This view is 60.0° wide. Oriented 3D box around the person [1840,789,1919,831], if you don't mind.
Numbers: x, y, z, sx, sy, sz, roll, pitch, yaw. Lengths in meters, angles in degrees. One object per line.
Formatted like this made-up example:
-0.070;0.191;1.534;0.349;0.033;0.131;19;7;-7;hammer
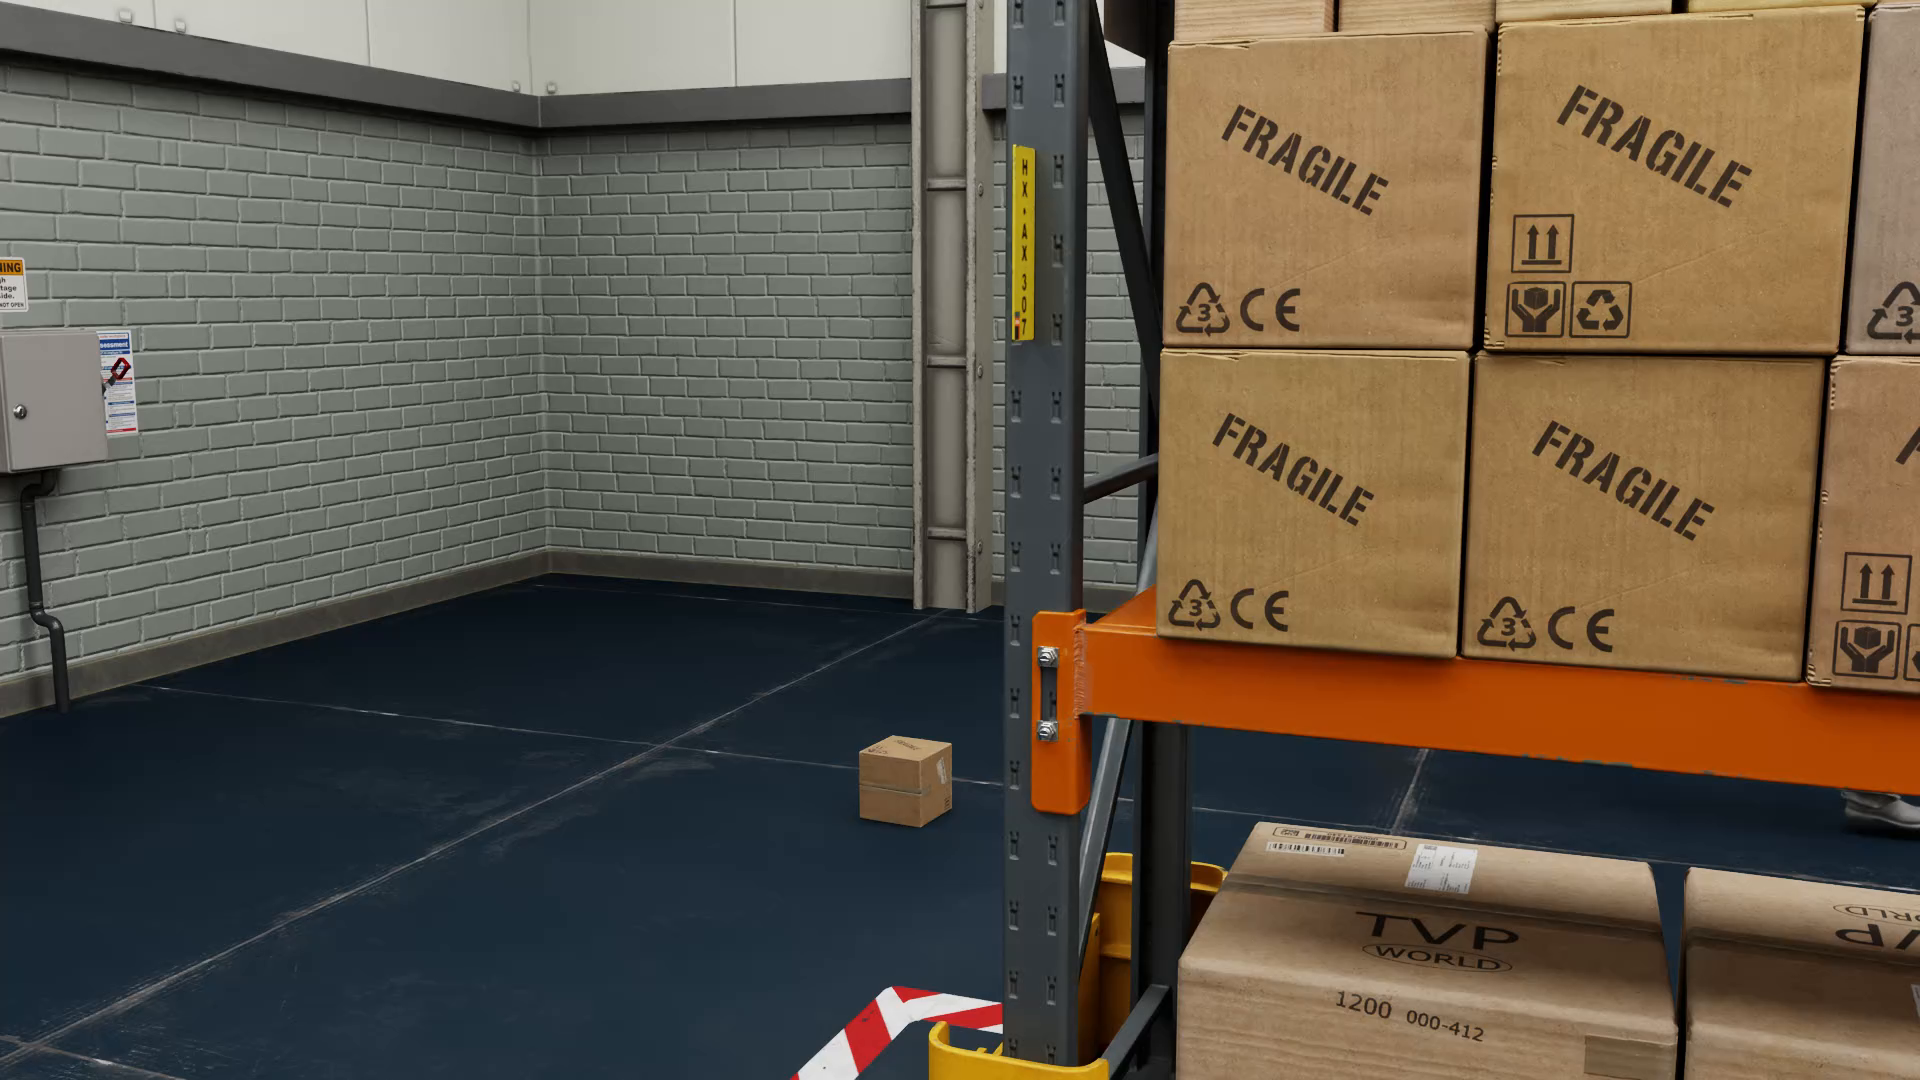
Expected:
3.582;0.149;5.690;0.945;1.725;0.540;2;9;15;person
